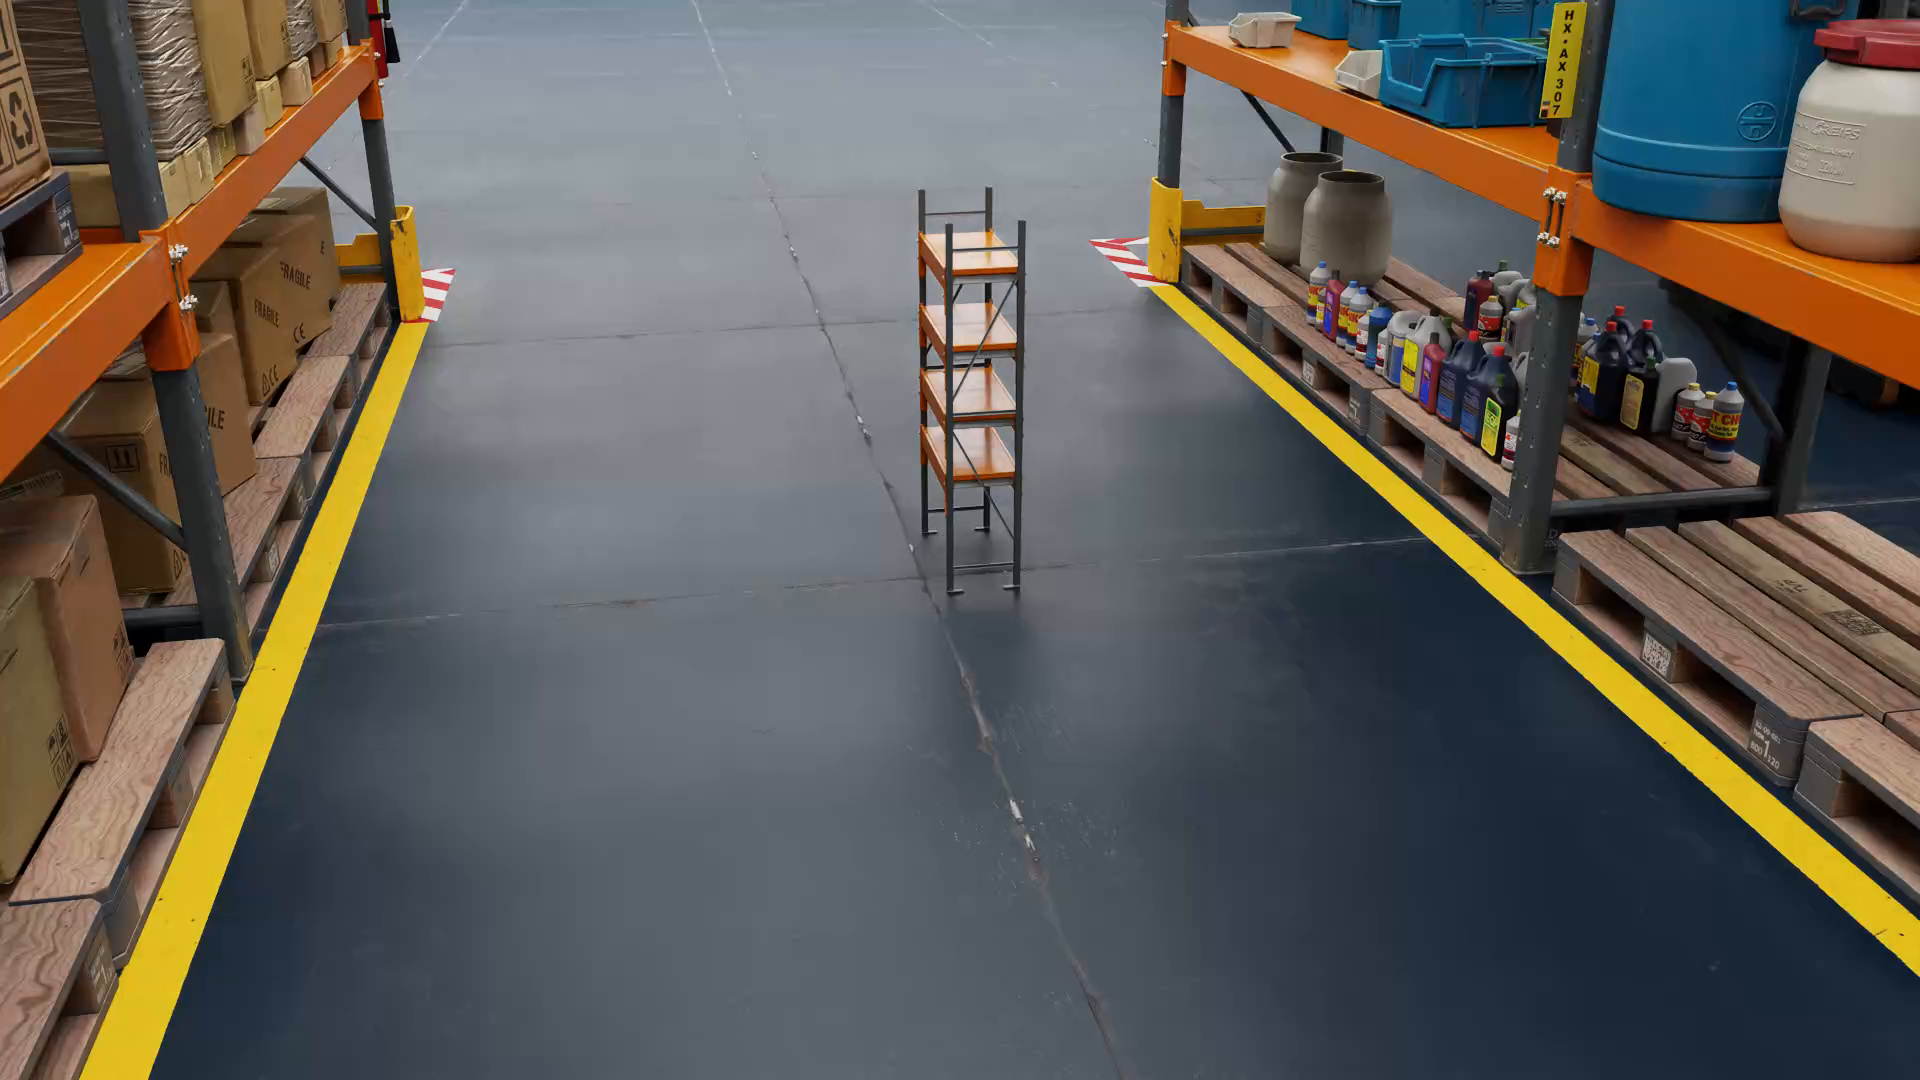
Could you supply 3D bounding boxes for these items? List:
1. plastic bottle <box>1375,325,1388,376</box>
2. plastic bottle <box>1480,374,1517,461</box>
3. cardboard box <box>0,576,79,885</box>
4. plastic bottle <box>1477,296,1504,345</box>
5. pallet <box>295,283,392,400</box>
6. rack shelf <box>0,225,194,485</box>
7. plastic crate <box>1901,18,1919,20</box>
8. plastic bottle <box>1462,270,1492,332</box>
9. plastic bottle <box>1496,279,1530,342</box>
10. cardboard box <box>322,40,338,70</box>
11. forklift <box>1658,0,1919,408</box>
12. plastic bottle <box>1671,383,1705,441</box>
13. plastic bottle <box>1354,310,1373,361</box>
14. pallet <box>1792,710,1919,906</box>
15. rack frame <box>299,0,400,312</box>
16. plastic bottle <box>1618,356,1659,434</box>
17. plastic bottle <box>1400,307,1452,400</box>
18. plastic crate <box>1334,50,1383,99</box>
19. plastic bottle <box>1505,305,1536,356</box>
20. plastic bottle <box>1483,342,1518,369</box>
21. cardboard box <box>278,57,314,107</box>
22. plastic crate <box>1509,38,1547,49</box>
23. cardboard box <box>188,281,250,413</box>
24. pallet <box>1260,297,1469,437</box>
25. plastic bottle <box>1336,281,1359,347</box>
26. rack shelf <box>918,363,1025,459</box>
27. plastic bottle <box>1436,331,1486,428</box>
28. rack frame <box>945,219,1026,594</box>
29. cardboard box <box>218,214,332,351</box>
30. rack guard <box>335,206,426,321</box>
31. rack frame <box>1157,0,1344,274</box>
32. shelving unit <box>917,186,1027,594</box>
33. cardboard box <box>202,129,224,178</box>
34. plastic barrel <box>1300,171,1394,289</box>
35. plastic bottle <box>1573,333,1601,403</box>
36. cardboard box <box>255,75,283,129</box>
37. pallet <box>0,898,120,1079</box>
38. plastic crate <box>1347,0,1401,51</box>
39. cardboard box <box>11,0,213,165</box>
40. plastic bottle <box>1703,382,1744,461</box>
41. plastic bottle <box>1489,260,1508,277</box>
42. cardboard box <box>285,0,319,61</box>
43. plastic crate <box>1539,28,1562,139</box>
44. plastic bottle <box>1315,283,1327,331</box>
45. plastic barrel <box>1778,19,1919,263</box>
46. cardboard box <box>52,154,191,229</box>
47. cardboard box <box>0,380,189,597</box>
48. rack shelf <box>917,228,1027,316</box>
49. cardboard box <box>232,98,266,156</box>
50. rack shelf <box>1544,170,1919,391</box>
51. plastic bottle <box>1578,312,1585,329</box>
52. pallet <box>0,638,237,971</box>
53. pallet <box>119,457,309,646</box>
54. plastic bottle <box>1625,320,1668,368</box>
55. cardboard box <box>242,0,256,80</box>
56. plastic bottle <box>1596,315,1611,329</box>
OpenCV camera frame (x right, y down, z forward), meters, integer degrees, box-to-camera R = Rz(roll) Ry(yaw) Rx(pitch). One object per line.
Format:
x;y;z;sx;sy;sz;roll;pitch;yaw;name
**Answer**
1.735;-0.773;6.719;0.097;0.201;0.097;0;24;0;plastic bottle
1.894;-0.432;5.836;0.061;0.283;0.133;-3;24;-7;plastic bottle
-2.398;0.432;3.587;0.700;0.500;0.500;-4;24;-10;cardboard box
2.264;-0.941;7.103;0.097;0.201;0.097;0;24;0;plastic bottle
-3.170;-0.887;7.518;1.003;0.211;1.213;-4;24;-10;pallet
-2.190;0.172;2.507;1.077;0.370;4.000;-4;24;-10;rack shelf
2.698;-1.172;4.606;0.402;0.464;0.583;-4;24;-10;plastic crate
2.253;-1.042;7.231;0.061;0.283;0.133;-4;24;-10;plastic bottle
2.383;-0.992;7.126;0.152;0.276;0.135;-5;24;-11;plastic bottle
-2.902;-2.113;7.153;0.380;0.149;0.250;-4;24;-10;cardboard box
4.325;-2.048;6.777;1.130;2.935;3.031;-3;24;-8;forklift
2.642;-0.468;6.020;0.097;0.201;0.097;0;24;0;plastic bottle
1.697;-0.854;6.904;0.097;0.201;0.097;0;24;0;plastic bottle
2.720;0.754;3.760;1.003;0.211;1.213;-4;24;-10;pallet
-3.300;-2.517;7.766;1.000;3.000;0.127;-4;24;-10;rack frame
2.488;-0.542;6.088;0.061;0.283;0.133;-4;24;-10;plastic bottle
1.810;-0.733;6.440;0.144;0.351;0.185;-4;24;-10;plastic bottle
1.758;-1.810;6.475;0.530;0.136;0.437;-4;24;-10;plastic crate
2.311;-0.833;6.763;0.152;0.276;0.135;-4;24;-10;plastic bottle
2.010;-0.592;6.212;0.152;0.276;0.135;-4;24;-10;plastic bottle
-2.664;-1.723;6.262;0.380;0.149;0.250;-4;24;-10;cardboard box
2.334;-1.768;6.316;0.450;0.188;0.662;-4;24;-10;plastic crate
-2.900;-0.614;6.007;0.500;0.500;0.500;-6;24;-14;cardboard box
1.995;-0.781;7.274;1.003;0.211;1.213;-4;24;-10;pallet
1.660;-0.964;7.069;0.097;0.271;0.097;0;24;0;plastic bottle
0.031;-0.423;5.388;0.258;0.148;0.480;-4;24;-10;rack shelf
1.869;-0.606;6.149;0.144;0.351;0.185;-6;24;-12;plastic bottle
0.076;-0.389;5.141;0.240;1.200;0.015;-4;24;-10;rack frame
-3.057;-1.085;7.085;0.500;0.500;0.500;2;24;4;cardboard box
-3.286;-1.342;8.198;1.175;0.500;0.348;-4;24;-10;rack guard
1.568;-2.884;8.606;1.000;3.000;0.127;-4;24;-10;rack frame
0.031;-0.485;5.361;0.258;1.200;0.503;-4;24;-10;shelving unit
-2.411;-1.131;4.907;0.380;0.149;0.250;-4;24;-10;cardboard box
1.857;-1.486;7.988;0.421;0.512;0.421;0;24;0;plastic barrel
2.420;-0.658;6.369;0.097;0.271;0.097;0;24;0;plastic bottle
-2.595;-1.525;5.807;0.380;0.149;0.250;-4;24;-10;cardboard box
-2.186;1.121;2.920;1.003;0.211;1.213;-4;24;-10;pallet
2.069;-2.385;7.649;0.499;0.251;0.408;-4;24;-10;plastic crate
-2.583;-1.308;4.500;0.875;0.500;0.500;-4;24;-10;cardboard box
2.679;-0.420;5.822;0.097;0.271;0.097;0;24;0;plastic bottle
2.378;-1.106;7.379;0.061;0.283;0.133;-4;24;-8;plastic bottle
-2.965;-2.094;6.299;0.875;0.500;0.500;-4;24;-10;cardboard box
2.336;-1.498;5.509;0.767;0.338;0.504;-4;24;-10;plastic crate
1.616;-1.026;7.299;0.097;0.201;0.097;0;24;0;plastic bottle
2.269;-0.980;4.077;0.433;0.535;0.433;0;24;0;plastic barrel
-2.304;-0.936;4.459;0.380;0.149;0.250;-4;24;-10;cardboard box
-2.595;-0.151;4.947;0.500;0.500;0.500;-5;24;-11;cardboard box
0.031;-0.845;5.203;0.258;0.148;0.480;-4;24;-10;rack shelf
-2.473;-1.330;5.362;0.380;0.149;0.250;-4;24;-10;cardboard box
2.677;-0.194;3.346;1.077;0.370;4.000;-4;24;-10;rack shelf
2.452;-0.888;6.795;0.144;0.351;0.185;-4;24;-10;plastic bottle
-2.415;0.640;4.021;1.003;0.211;1.213;-4;24;-10;pallet
-2.719;0.072;5.321;1.003;0.211;1.213;-4;24;-10;pallet
2.566;-0.647;6.243;0.144;0.351;0.185;-4;24;-8;plastic bottle
-2.832;-1.696;5.390;0.875;0.500;0.500;-4;24;-10;cardboard box
2.541;-0.758;6.582;0.061;0.283;0.133;-3;24;-7;plastic bottle
